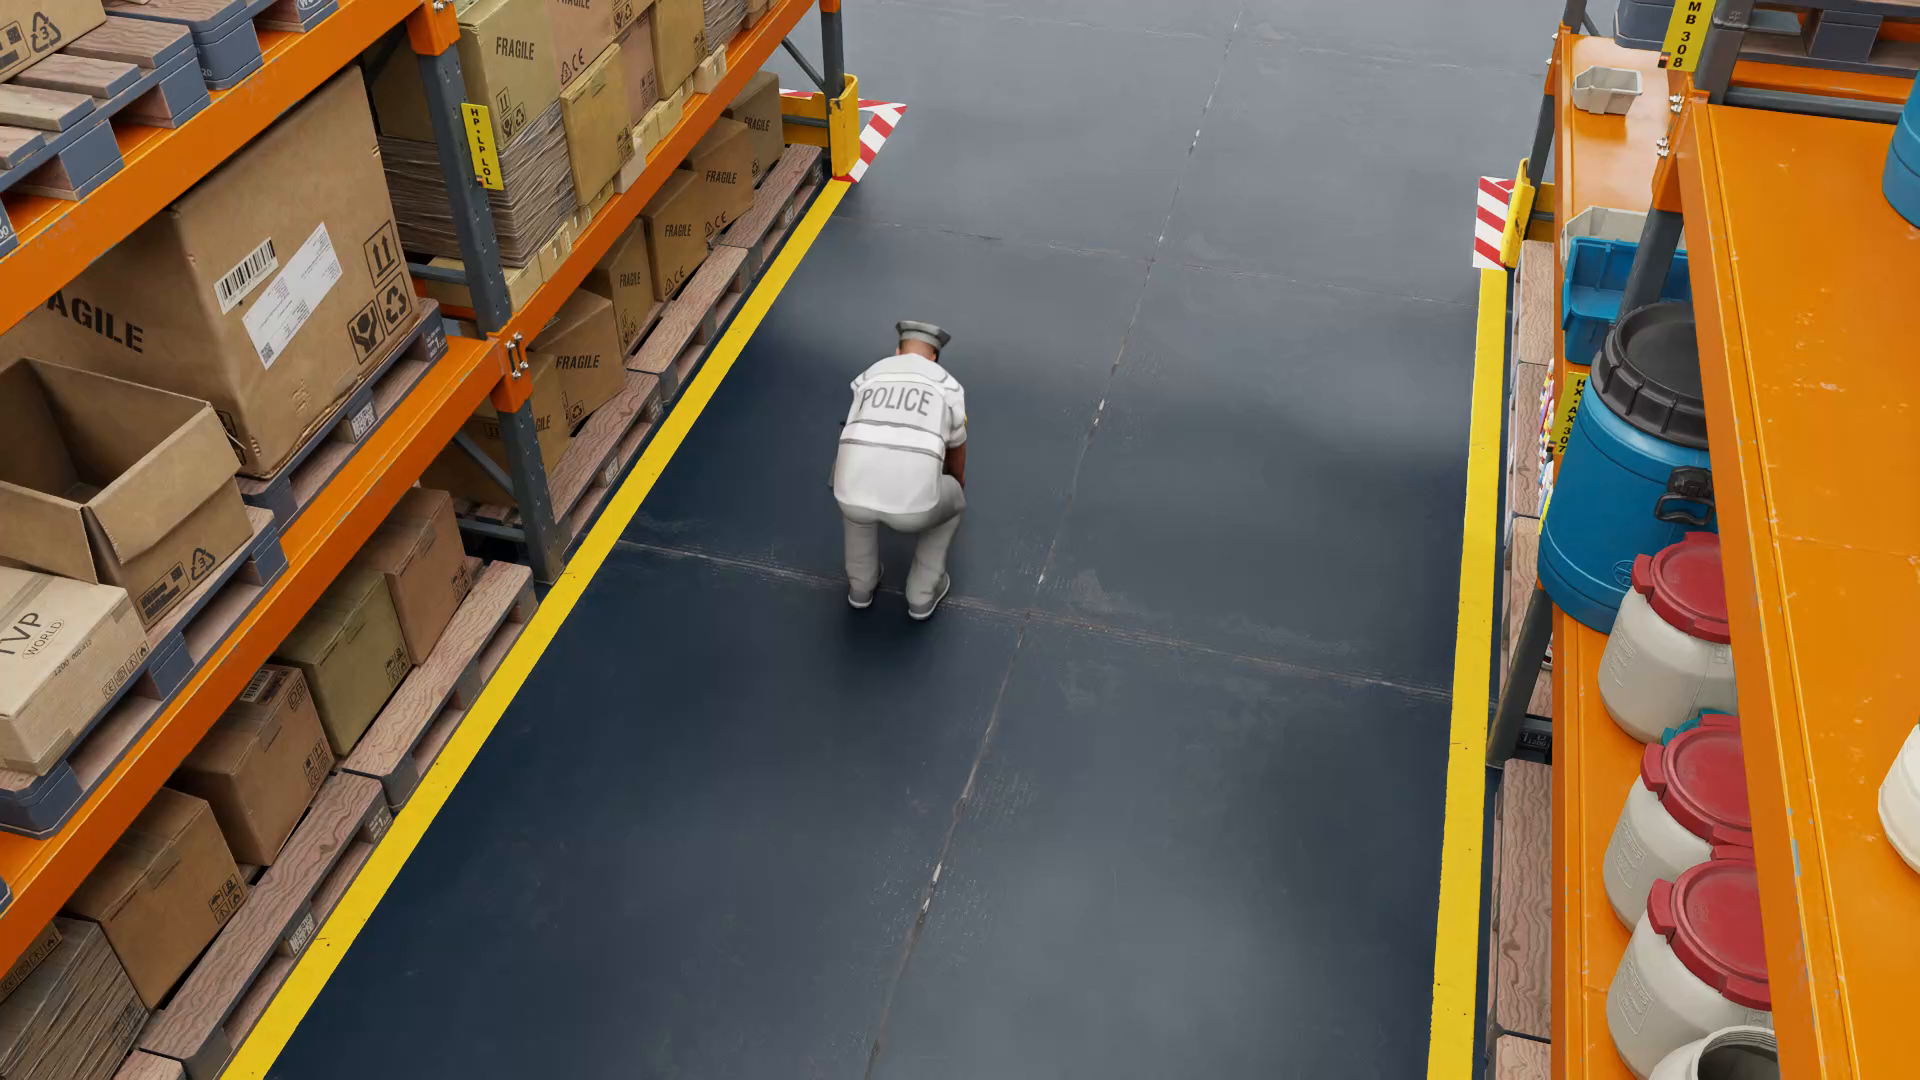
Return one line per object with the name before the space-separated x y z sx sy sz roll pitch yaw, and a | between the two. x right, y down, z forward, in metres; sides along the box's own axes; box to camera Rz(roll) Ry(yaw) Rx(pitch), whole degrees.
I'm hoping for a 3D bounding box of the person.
person | -0.233 -0.284 7.029 0.541 1.042 1.029 8 41 9
